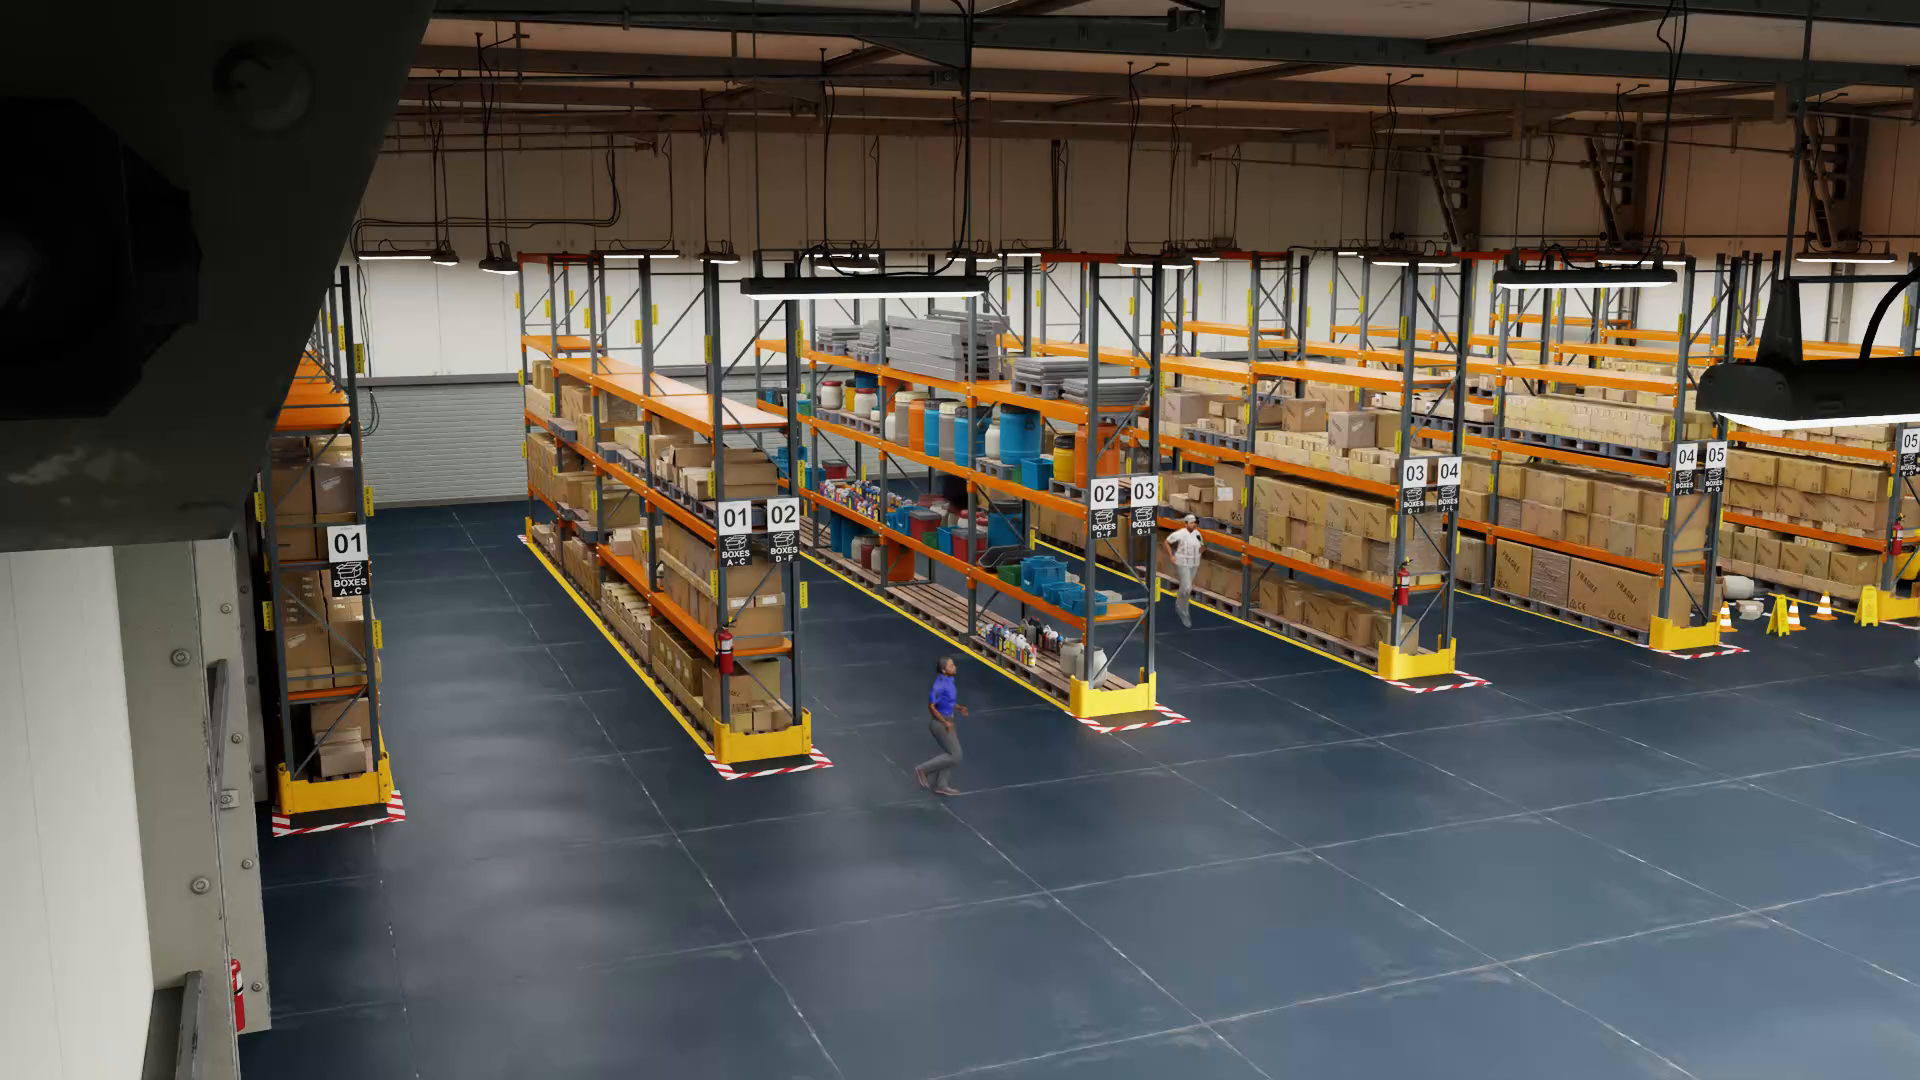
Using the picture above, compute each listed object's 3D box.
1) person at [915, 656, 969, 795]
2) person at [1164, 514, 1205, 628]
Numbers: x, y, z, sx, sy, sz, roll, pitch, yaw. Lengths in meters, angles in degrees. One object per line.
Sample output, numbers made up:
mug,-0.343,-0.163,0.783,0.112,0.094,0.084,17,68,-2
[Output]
person,-0.204,2.120,19.027,0.597,1.628,0.572,1,10,5
person,3.622,0.474,26.402,0.587,1.778,0.653,-7,12,-33
